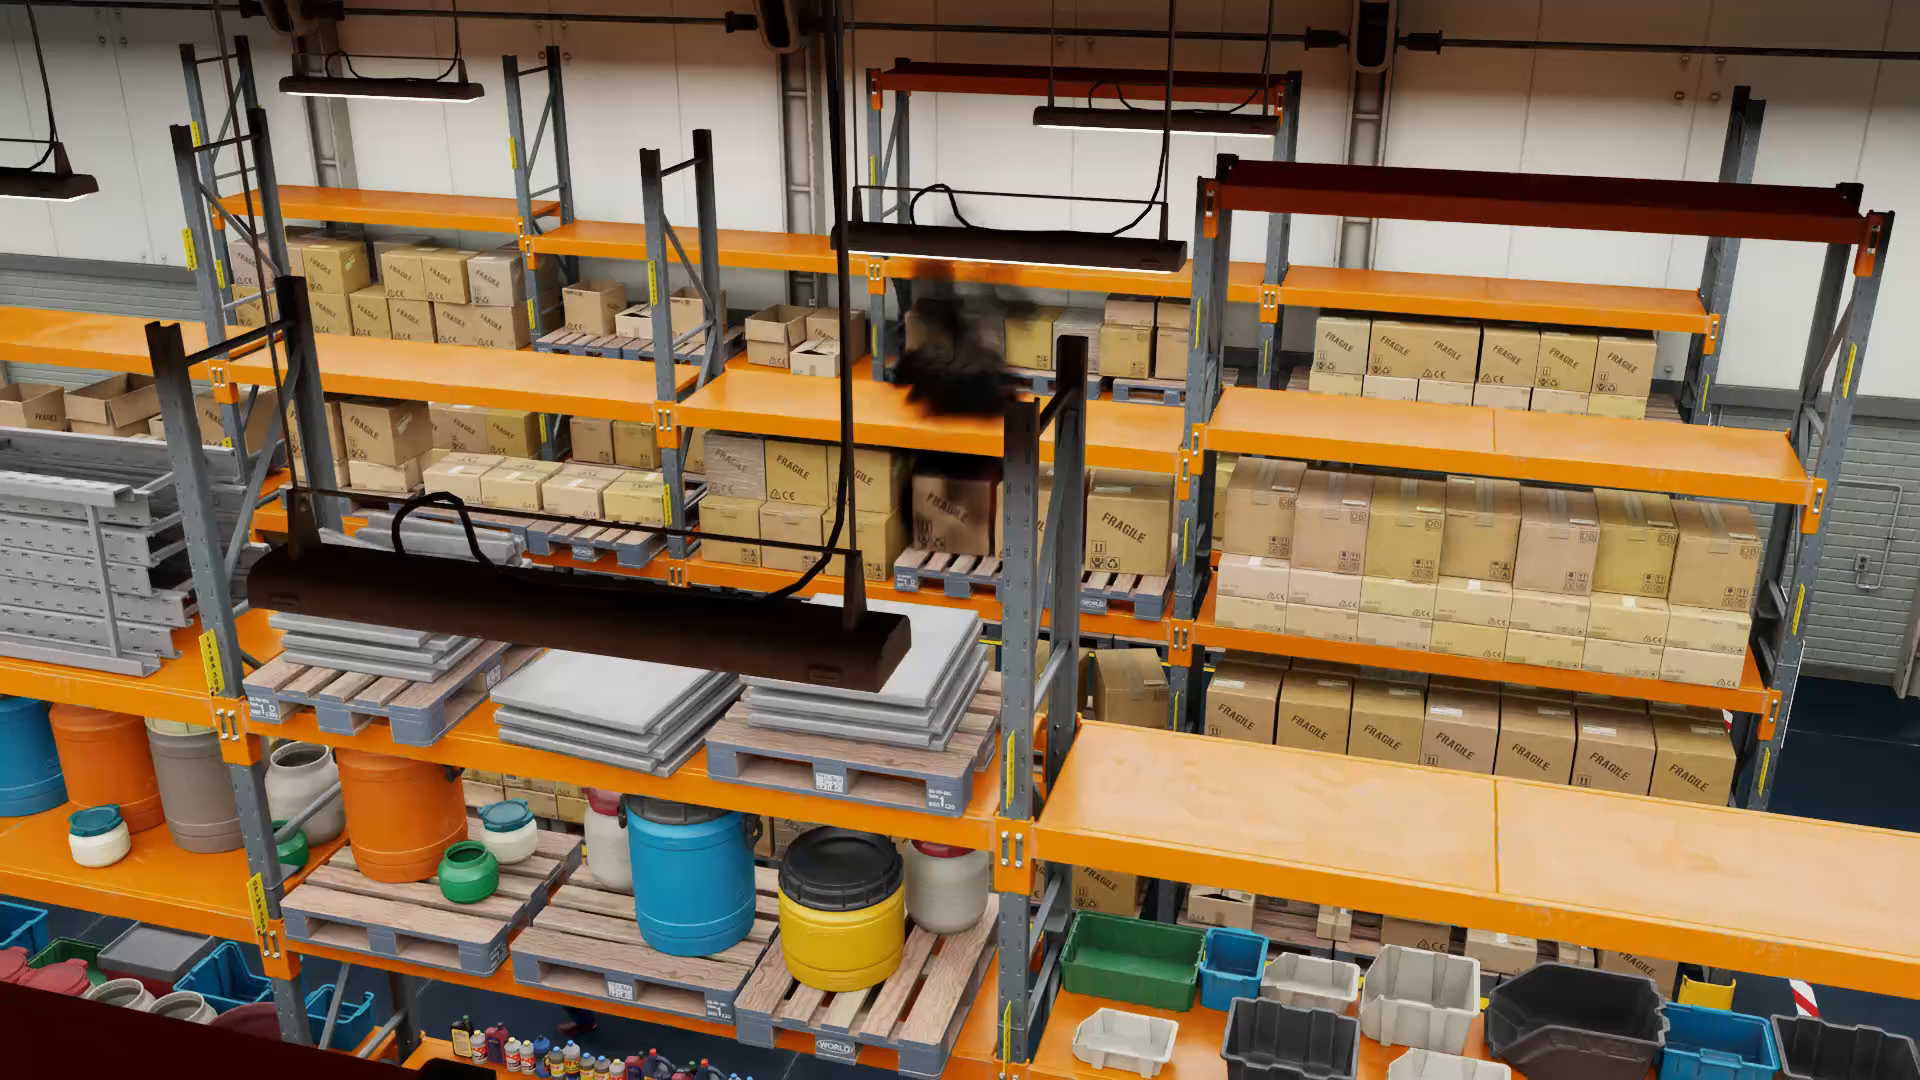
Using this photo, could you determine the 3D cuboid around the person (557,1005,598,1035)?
[{"bbox_3d":[-2.674,2.841,11.884,0.586,1.600,0.593,1,23,1],"label":"person"}]
